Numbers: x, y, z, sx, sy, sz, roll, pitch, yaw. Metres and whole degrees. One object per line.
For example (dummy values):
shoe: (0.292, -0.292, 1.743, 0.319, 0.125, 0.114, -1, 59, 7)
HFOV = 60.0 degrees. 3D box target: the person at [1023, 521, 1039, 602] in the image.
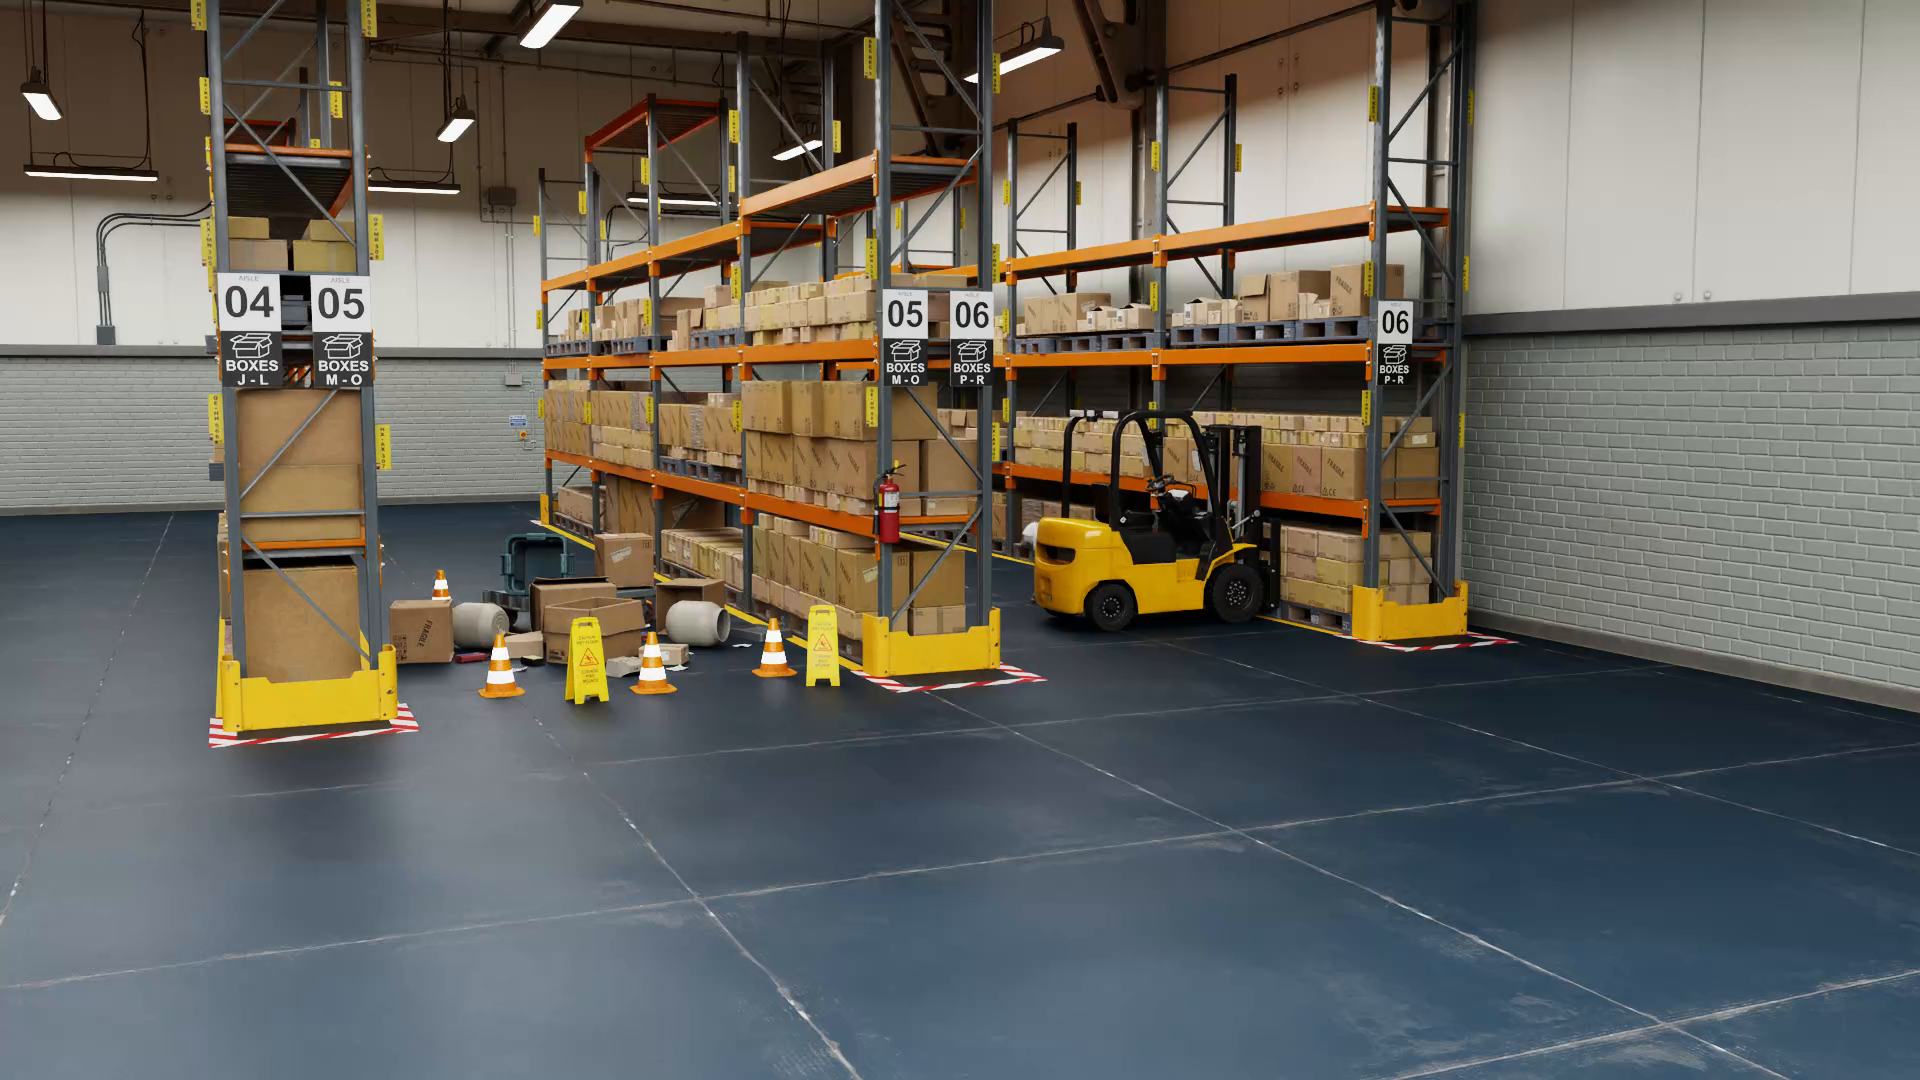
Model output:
person: (1.117, 0.237, 18.432, 0.881, 0.919, 0.456, -3, 6, -26)
